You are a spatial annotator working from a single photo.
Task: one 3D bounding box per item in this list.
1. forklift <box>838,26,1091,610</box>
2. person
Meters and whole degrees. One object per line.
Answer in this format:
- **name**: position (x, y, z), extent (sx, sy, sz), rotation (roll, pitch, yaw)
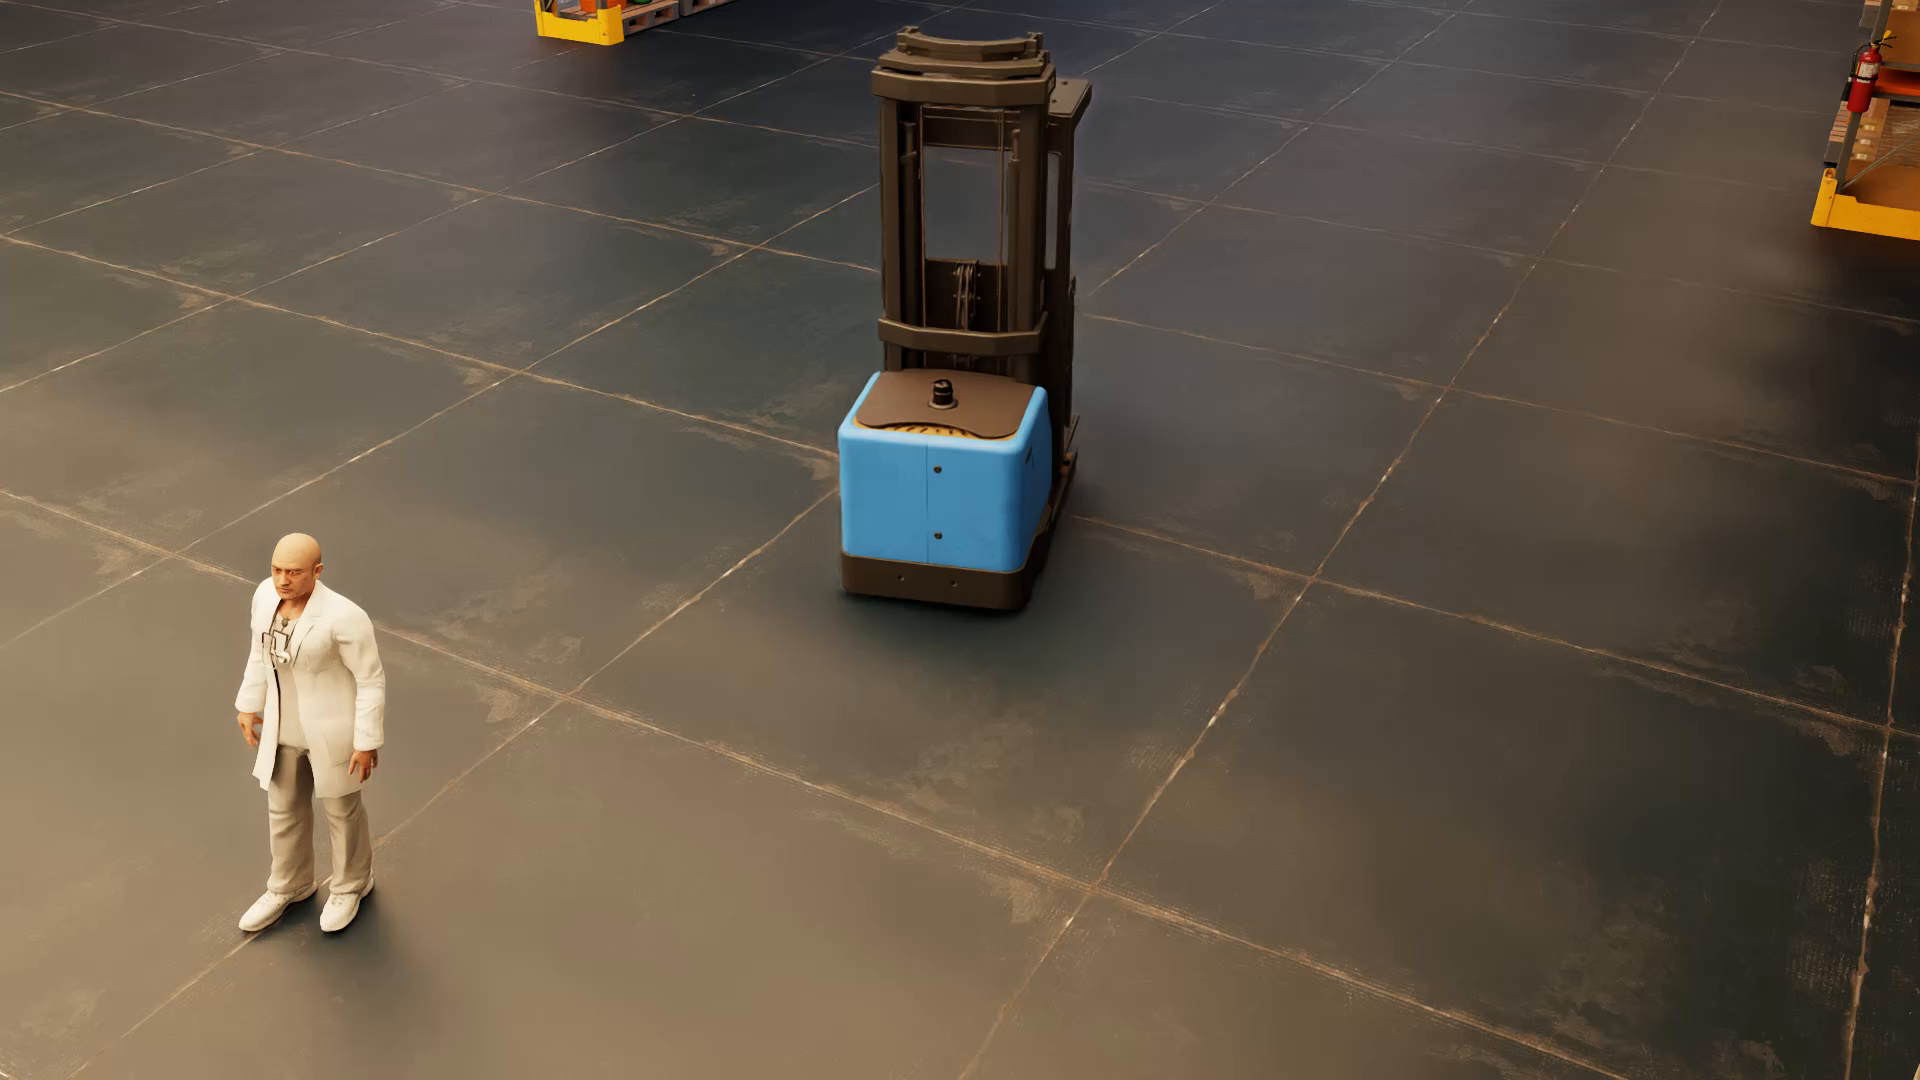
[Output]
- **forklift**: position (0.139, -1.604, 9.850), extent (1.130, 2.935, 3.031), rotation (6, 31, 10)
- **person**: position (-2.688, 0.824, 6.783), extent (0.696, 1.775, 0.581), rotation (10, 32, 17)
